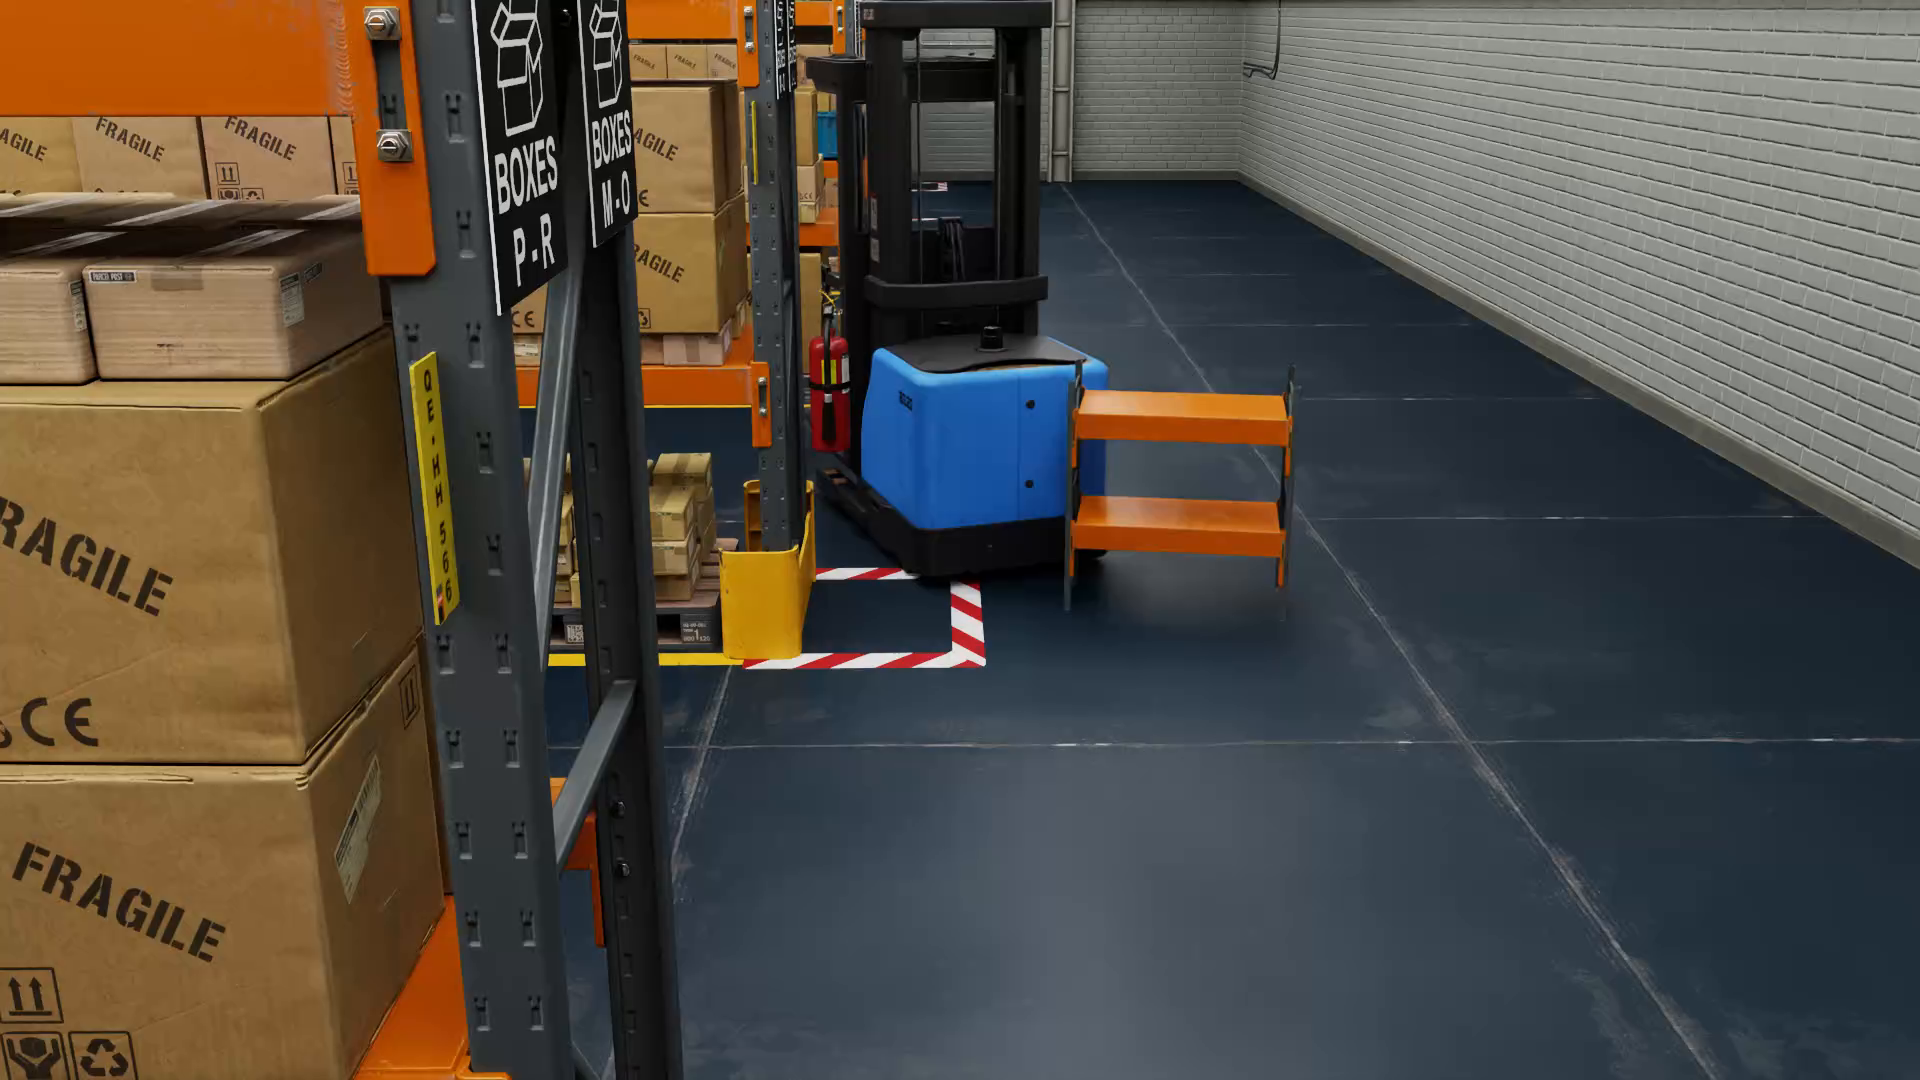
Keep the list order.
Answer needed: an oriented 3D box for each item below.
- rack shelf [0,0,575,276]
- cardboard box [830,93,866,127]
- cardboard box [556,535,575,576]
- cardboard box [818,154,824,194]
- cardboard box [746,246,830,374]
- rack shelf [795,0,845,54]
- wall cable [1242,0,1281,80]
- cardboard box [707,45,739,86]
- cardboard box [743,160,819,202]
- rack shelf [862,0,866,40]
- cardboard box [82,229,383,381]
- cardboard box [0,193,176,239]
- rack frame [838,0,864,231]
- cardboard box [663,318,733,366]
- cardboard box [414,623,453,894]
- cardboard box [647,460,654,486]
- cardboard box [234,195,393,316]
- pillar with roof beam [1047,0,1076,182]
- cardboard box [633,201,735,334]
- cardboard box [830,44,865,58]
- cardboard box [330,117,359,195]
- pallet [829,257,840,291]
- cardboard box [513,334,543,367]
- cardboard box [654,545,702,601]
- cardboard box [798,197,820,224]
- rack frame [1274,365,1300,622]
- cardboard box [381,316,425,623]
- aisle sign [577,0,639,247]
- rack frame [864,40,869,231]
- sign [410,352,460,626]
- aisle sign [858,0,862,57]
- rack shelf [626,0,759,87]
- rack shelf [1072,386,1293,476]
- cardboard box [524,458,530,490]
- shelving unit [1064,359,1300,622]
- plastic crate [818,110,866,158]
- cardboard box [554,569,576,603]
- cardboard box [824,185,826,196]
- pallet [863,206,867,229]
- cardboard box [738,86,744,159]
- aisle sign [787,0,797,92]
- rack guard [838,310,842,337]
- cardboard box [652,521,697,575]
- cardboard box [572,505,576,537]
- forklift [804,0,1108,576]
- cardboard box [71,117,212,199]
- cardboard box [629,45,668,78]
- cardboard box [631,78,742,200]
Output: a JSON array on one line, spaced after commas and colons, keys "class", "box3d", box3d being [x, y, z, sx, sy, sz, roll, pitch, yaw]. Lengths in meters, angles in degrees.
[{"class": "rack shelf", "box3d": [-2.640, -0.641, 2.401, 4.000, 0.370, 1.077, 0, 18, -1]}, {"class": "cardboard box", "box3d": [-1.392, -5.579, 21.365, 0.500, 0.500, 0.500, 0, 18, 1]}, {"class": "cardboard box", "box3d": [-1.862, 0.033, 7.528, 0.250, 0.149, 0.380, -1, 18, -3]}, {"class": "cardboard box", "box3d": [-1.280, -2.742, 12.442, 0.500, 0.250, 0.500, -1, 18, -2]}, {"class": "cardboard box", "box3d": [-1.435, -1.752, 12.389, 0.875, 0.875, 0.875, 0, 18, -1]}, {"class": "rack shelf", "box3d": [-2.796, -3.667, 11.836, 4.000, 0.370, 1.077, 0, 18, -1]}, {"class": "wall cable", "box3d": [4.630, -8.426, 25.665, 0.112, 2.526, 3.097, 0, 18, -1]}, {"class": "cardboard box", "box3d": [-2.927, -6.045, 21.182, 0.500, 0.500, 0.500, 0, 18, 1]}, {"class": "cardboard box", "box3d": [-1.277, -2.578, 11.932, 0.500, 0.250, 0.500, -1, 18, -2]}, {"class": "rack shelf", "box3d": [-2.874, -5.180, 16.552, 4.000, 0.370, 1.077, 0, 18, -1]}, {"class": "cardboard box", "box3d": [-0.995, -0.334, 2.316, 0.250, 0.149, 0.380, 0, 18, 0]}, {"class": "cardboard box", "box3d": [-1.522, -0.491, 2.804, 0.250, 0.149, 0.380, 0, 18, 1]}, {"class": "rack frame", "box3d": [-0.796, -2.591, 12.215, 0.127, 3.000, 1.000, 0, 18, -1]}, {"class": "cardboard box", "box3d": [-1.141, -0.868, 7.255, 0.250, 0.149, 0.380, 0, 18, -1]}, {"class": "cardboard box", "box3d": [-1.124, 0.302, 3.030, 0.500, 0.500, 0.500, 0, 18, -1]}, {"class": "cardboard box", "box3d": [-1.622, -0.265, 7.968, 0.250, 0.149, 0.380, 0, 18, 0]}, {"class": "cardboard box", "box3d": [-0.999, -0.480, 2.771, 0.250, 0.149, 0.380, 0, 18, 0]}, {"class": "pillar with roof beam", "box3d": [1.723, -8.949, 22.212, 0.400, 9.000, 9.100, 0, 18, -1]}, {"class": "cardboard box", "box3d": [-1.264, -1.184, 7.178, 0.500, 0.500, 0.500, 0, 18, 0]}, {"class": "cardboard box", "box3d": [-1.390, -6.054, 21.210, 0.500, 0.500, 0.500, 0, 18, -1]}, {"class": "cardboard box", "box3d": [-2.299, -1.655, 7.010, 0.500, 0.500, 0.500, 1, 18, 2]}, {"class": "pallet", "box3d": [-1.700, -2.784, 17.381, 1.213, 0.211, 1.003, 0, 18, -1]}, {"class": "cardboard box", "box3d": [-1.895, -0.864, 7.243, 0.250, 0.149, 0.380, 0, 18, 1]}, {"class": "cardboard box", "box3d": [-1.342, 0.148, 7.656, 0.250, 0.149, 0.380, 0, 18, 0]}, {"class": "cardboard box", "box3d": [-1.147, -2.369, 11.934, 0.250, 0.149, 0.380, 0, 18, 0]}, {"class": "rack frame", "box3d": [1.554, -0.226, 7.910, 0.032, 1.125, 0.500, 2, 18, 8]}, {"class": "cardboard box", "box3d": [-1.124, -0.173, 2.875, 0.500, 0.500, 0.500, -1, 18, -2]}, {"class": "aisle sign", "box3d": [-0.572, -0.891, 2.660, 0.004, 0.787, 0.394, 0, 18, -1]}, {"class": "rack frame", "box3d": [-0.874, -4.104, 16.930, 0.127, 3.000, 1.000, 0, 18, -1]}, {"class": "sign", "box3d": [-0.645, -0.063, 2.050, 0.005, 0.325, 0.100, 0, 18, -1]}, {"class": "aisle sign", "box3d": [-0.729, -3.921, 12.104, 0.004, 0.787, 0.394, 0, 18, -1]}, {"class": "rack shelf", "box3d": [-2.819, -2.152, 7.112, 4.000, 0.370, 1.077, 0, 18, -1]}, {"class": "rack shelf", "box3d": [1.051, -0.526, 7.888, 1.000, 0.278, 0.538, 2, 18, 8]}, {"class": "cardboard box", "box3d": [-2.123, -0.276, 8.004, 0.250, 0.149, 0.380, -1, 18, -4]}, {"class": "shelving unit", "box3d": [1.051, -0.247, 7.977, 1.048, 1.125, 0.538, 2, 18, 8]}, {"class": "plastic crate", "box3d": [-1.206, -4.091, 16.733, 0.499, 0.435, 0.616, 0, 18, -1]}, {"class": "cardboard box", "box3d": [-1.863, 0.155, 7.633, 0.250, 0.149, 0.380, 0, 18, -1]}, {"class": "cardboard box", "box3d": [-1.997, -4.599, 22.254, 0.500, 0.250, 0.500, 0, 18, -1]}, {"class": "pallet", "box3d": [-1.822, -4.284, 22.058, 1.213, 0.211, 1.003, 0, 18, -1]}, {"class": "cardboard box", "box3d": [-1.780, -3.096, 12.320, 0.500, 0.500, 0.500, -1, 18, -2]}, {"class": "aisle sign", "box3d": [-0.751, -2.406, 7.380, 0.004, 0.787, 0.394, 0, 18, -1]}, {"class": "rack guard", "box3d": [-0.772, -1.401, 12.597, 0.348, 0.500, 1.175, 0, 18, -1]}, {"class": "cardboard box", "box3d": [-1.342, 0.030, 7.537, 0.250, 0.149, 0.380, -1, 18, -2]}, {"class": "cardboard box", "box3d": [-1.596, -0.138, 7.573, 0.250, 0.149, 0.380, 0, 18, 0]}, {"class": "forklift", "box3d": [-0.205, -1.628, 9.325, 1.130, 2.935, 3.031, -6, 19, -18]}, {"class": "cardboard box", "box3d": [-3.341, -1.650, 6.992, 0.500, 0.500, 0.500, 0, 18, 0]}, {"class": "cardboard box", "box3d": [-3.957, -6.040, 21.166, 0.500, 0.500, 0.500, -1, 18, -3]}, {"class": "cardboard box", "box3d": [-1.272, -1.820, 7.523, 0.500, 0.500, 0.500, 0, 18, -1]}]
